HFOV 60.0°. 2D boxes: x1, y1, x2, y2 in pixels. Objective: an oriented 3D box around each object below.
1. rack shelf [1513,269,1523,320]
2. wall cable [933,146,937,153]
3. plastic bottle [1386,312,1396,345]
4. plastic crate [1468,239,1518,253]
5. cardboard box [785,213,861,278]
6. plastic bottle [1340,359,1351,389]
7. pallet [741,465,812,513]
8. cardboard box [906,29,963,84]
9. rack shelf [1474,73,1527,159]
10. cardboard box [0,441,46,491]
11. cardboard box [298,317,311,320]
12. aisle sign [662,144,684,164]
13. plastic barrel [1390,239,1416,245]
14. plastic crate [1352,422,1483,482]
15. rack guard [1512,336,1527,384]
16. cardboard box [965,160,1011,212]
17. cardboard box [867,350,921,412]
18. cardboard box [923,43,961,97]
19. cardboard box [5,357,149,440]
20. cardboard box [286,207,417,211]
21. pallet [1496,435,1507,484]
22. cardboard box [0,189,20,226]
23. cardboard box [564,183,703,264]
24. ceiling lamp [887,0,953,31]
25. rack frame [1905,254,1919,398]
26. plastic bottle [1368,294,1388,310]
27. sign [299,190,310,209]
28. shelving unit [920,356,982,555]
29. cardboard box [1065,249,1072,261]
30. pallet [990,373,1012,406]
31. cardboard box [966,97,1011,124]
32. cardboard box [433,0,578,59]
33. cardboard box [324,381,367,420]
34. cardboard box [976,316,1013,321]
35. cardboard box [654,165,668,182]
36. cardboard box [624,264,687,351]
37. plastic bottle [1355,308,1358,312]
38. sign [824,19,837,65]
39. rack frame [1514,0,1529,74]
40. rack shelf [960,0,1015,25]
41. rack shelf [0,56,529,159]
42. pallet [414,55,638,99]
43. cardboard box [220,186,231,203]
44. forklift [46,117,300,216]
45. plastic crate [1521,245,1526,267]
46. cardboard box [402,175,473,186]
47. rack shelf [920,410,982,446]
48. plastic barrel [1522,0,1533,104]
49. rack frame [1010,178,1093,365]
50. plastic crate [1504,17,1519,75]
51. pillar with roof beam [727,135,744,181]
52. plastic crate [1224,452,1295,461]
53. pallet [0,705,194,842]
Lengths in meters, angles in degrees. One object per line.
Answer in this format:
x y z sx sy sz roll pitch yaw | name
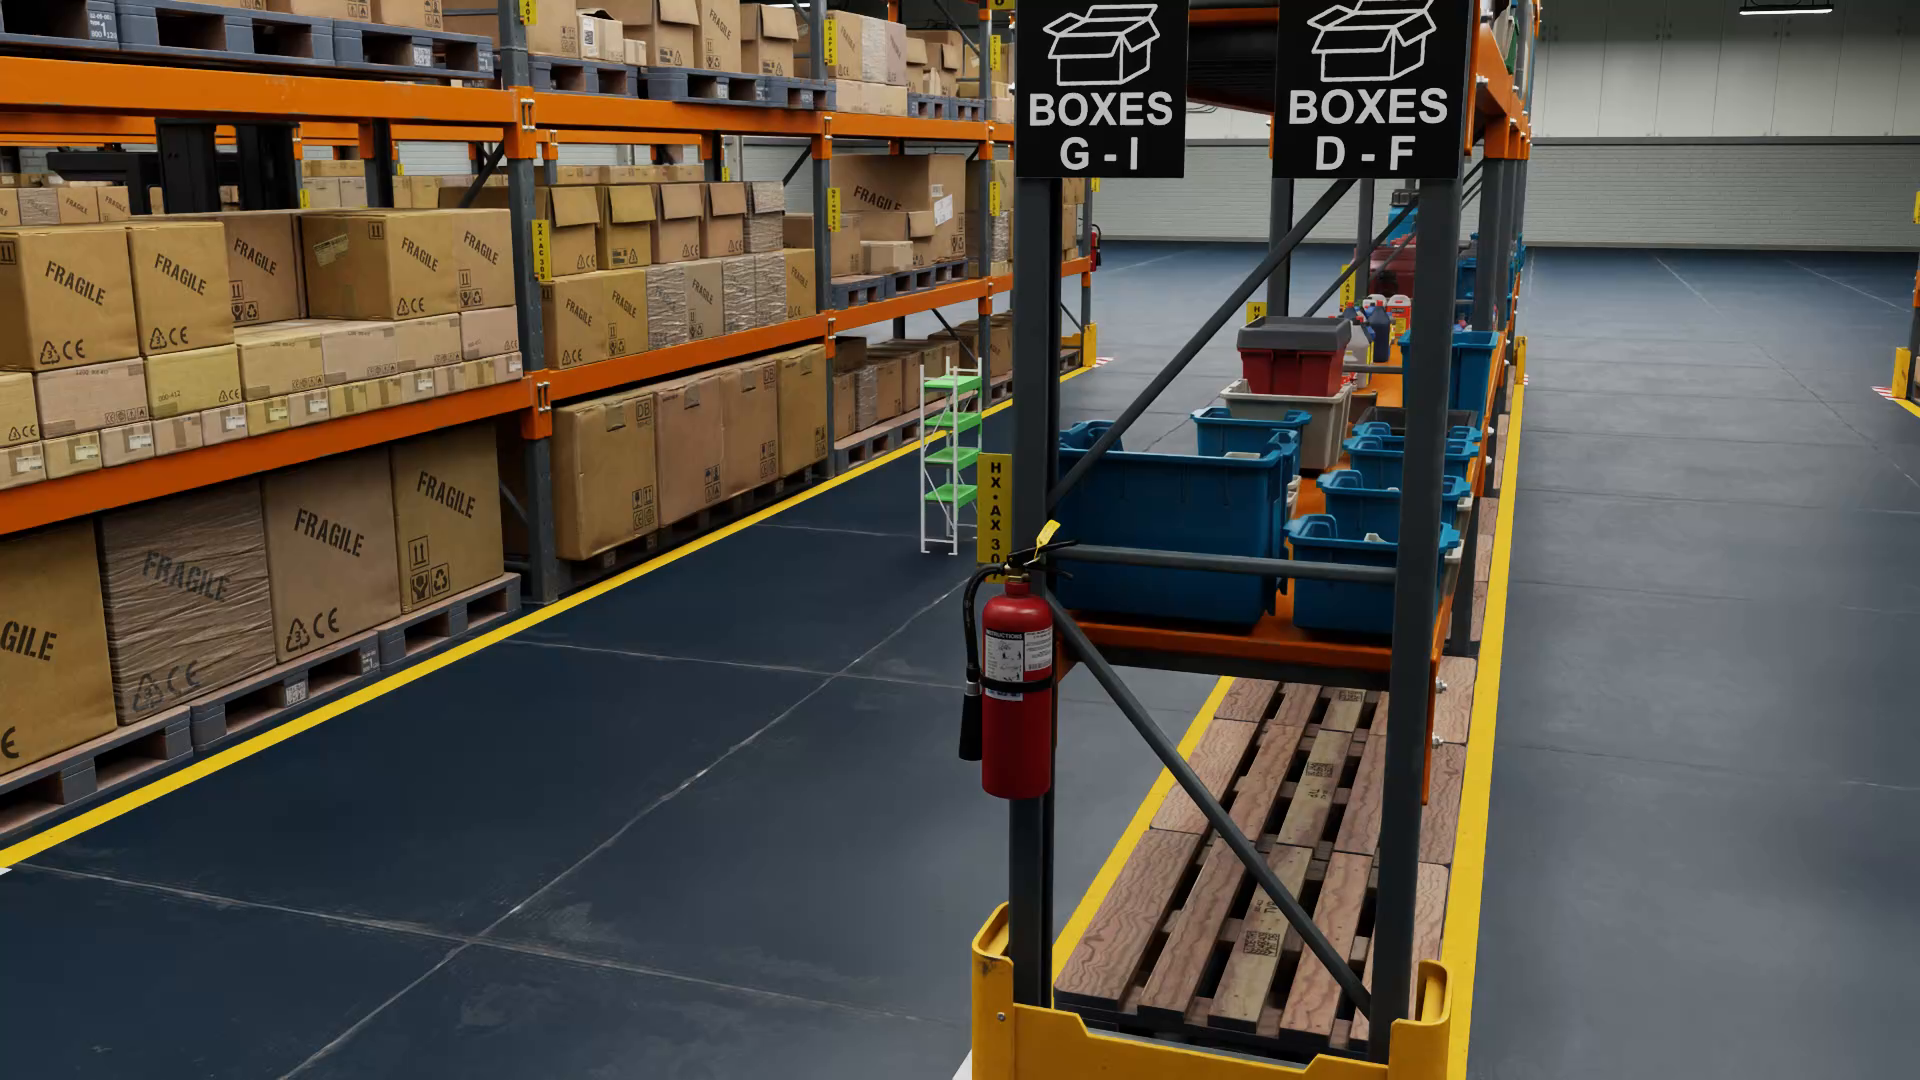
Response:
5.146 -2.533 16.962 1.077 0.370 4.000 4 14 18 | rack shelf
-2.135 -12.902 54.273 3.097 2.526 0.112 4 14 18 | wall cable
2.733 -1.353 10.623 0.097 0.201 0.097 0 13 0 | plastic bottle
4.632 -2.370 14.487 0.402 0.464 0.583 4 14 18 | plastic crate
-1.259 -2.472 13.909 0.700 0.500 0.500 7 14 27 | cardboard box
1.856 -0.783 8.122 0.097 0.201 0.097 0 13 0 | plastic bottle
-1.808 -0.457 12.516 1.003 0.211 1.213 4 14 18 | pallet
-0.283 -4.832 16.661 0.500 0.500 0.500 4 13 17 | cardboard box
2.558 -2.311 9.248 1.077 0.370 4.000 4 14 18 | rack shelf
-3.561 -0.275 6.018 0.380 0.149 0.250 4 13 18 | cardboard box
-3.341 -1.022 8.395 0.500 0.250 0.500 4 14 18 | cardboard box
-3.815 -5.344 21.818 0.394 0.787 0.004 4 14 18 | aisle sign
3.605 -2.098 13.132 0.433 0.535 0.433 0 13 0 | plastic barrel
1.531 -0.252 5.594 0.416 0.233 0.300 4 14 18 | plastic crate
5.813 -2.067 18.920 1.175 0.500 0.348 4 14 18 | rack guard
0.199 -3.577 16.779 0.500 0.500 0.500 4 14 18 | cardboard box
-0.759 -1.471 15.319 0.700 0.500 0.500 3 13 14 | cardboard box
-0.433 -4.445 15.805 0.797 0.503 0.637 4 13 16 | cardboard box
-3.497 -0.556 6.352 0.500 0.250 0.500 4 14 18 | cardboard box
-3.173 -1.490 8.758 0.500 0.500 0.500 4 14 18 | cardboard box
3.889 -0.677 13.481 1.003 0.211 1.213 4 14 18 | pallet
-10.166 -3.390 17.261 0.500 0.500 0.500 5 14 19 | cardboard box
-2.158 -2.083 10.896 0.797 0.503 0.637 5 14 20 | cardboard box
-1.096 -15.581 45.914 2.000 3.185 0.800 4 14 18 | ceiling lamp
10.479 -2.948 17.161 1.000 3.000 0.127 4 14 18 | rack frame
2.759 -1.492 11.064 0.152 0.276 0.135 4 14 18 | plastic bottle
-5.625 -2.844 14.285 0.100 0.325 0.005 4 14 18 | sign
-0.054 -0.550 10.702 0.258 1.200 0.503 4 14 18 | shelving unit
1.096 -3.355 19.512 0.380 0.149 0.250 4 14 18 | cardboard box
-0.003 -1.604 17.540 1.003 0.211 1.213 4 14 18 | pallet
0.201 -4.285 16.616 0.500 0.250 0.500 4 13 16 | cardboard box
-2.598 -2.974 9.366 0.700 0.500 0.500 5 14 20 | cardboard box
-2.980 -0.654 7.677 0.380 0.149 0.250 4 13 17 | cardboard box
0.508 -2.259 18.816 0.500 0.500 0.500 6 14 24 | cardboard box
-4.111 -4.334 20.470 0.875 0.550 0.550 4 14 18 | cardboard box
-2.066 -1.474 10.479 0.500 0.500 0.500 4 13 17 | cardboard box
2.397 -1.273 10.113 0.097 0.271 0.097 0 13 0 | plastic bottle
-0.959 -3.688 12.327 0.100 0.325 0.005 4 14 18 | sign
3.205 -4.545 10.679 1.000 3.000 0.127 4 14 18 | rack frame
0.460 -5.813 17.857 1.077 0.370 4.000 4 14 18 | rack shelf
-3.423 -1.825 7.121 1.077 0.370 4.000 4 14 18 | rack shelf
-2.526 -2.701 9.768 0.805 0.209 1.217 4 13 16 | pallet
-9.217 -4.291 19.907 0.700 0.500 0.500 4 14 18 | cardboard box
-5.264 -1.559 11.230 3.031 2.935 1.130 4 14 19 | forklift
5.915 -3.105 18.187 0.499 0.251 0.616 4 14 18 | plastic crate
-5.331 -3.414 16.734 0.700 0.500 0.500 4 14 19 | cardboard box
-0.054 -0.722 10.663 0.258 0.148 0.480 4 14 18 | rack shelf
3.676 -3.485 11.646 0.600 0.901 0.600 0 13 0 | plastic barrel
1.107 -3.662 20.289 1.000 3.000 0.127 4 14 18 | rack frame
2.060 -2.026 6.861 0.450 0.188 0.662 4 14 18 | plastic crate
-2.207 -12.318 44.734 9.100 9.000 0.548 4 14 18 | pillar with roof beam
0.962 -0.206 5.605 0.298 0.136 0.250 4 14 18 | plastic crate
-3.885 0.893 6.602 1.003 0.211 1.213 4 14 18 | pallet
